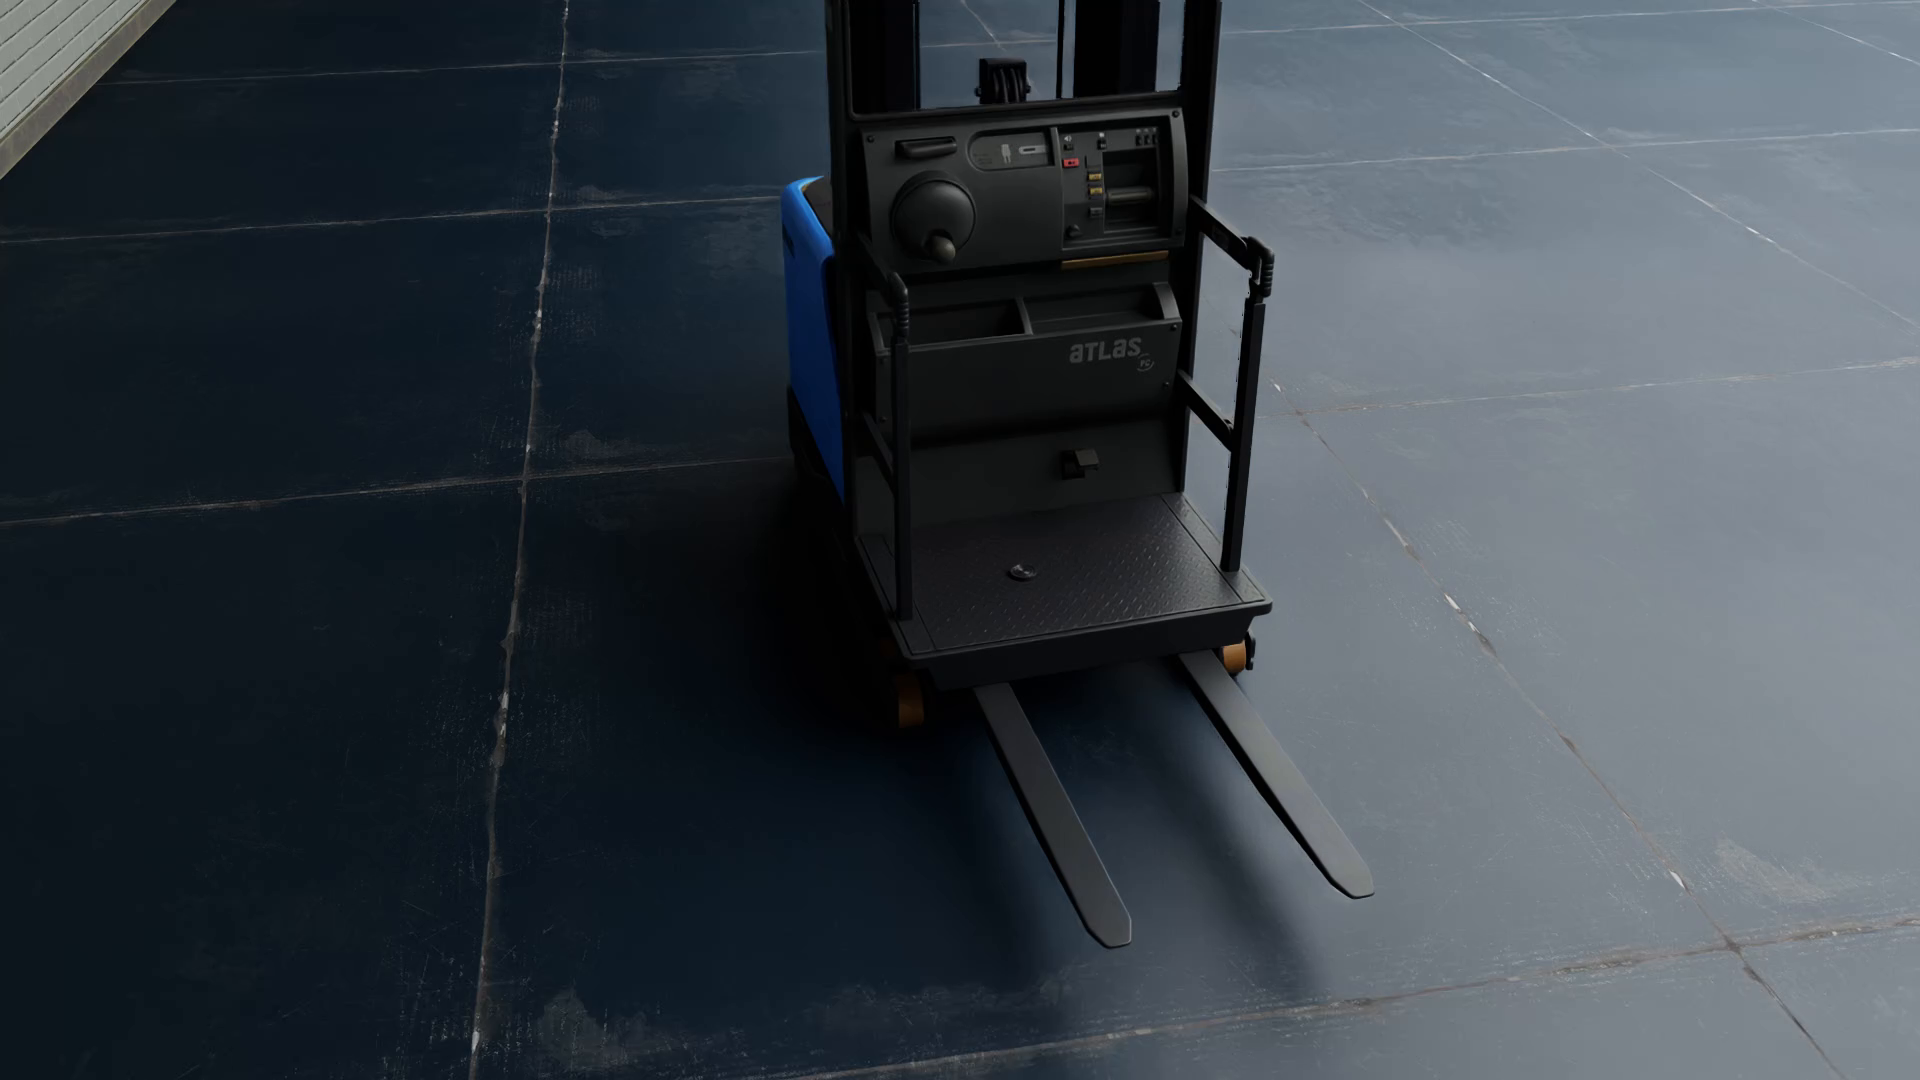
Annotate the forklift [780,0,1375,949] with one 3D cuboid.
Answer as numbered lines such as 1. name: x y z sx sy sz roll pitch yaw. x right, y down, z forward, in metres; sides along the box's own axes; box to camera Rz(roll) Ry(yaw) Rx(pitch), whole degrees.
1. forklift: 0.249 -0.936 4.451 1.130 2.935 3.031 -8 31 -13
